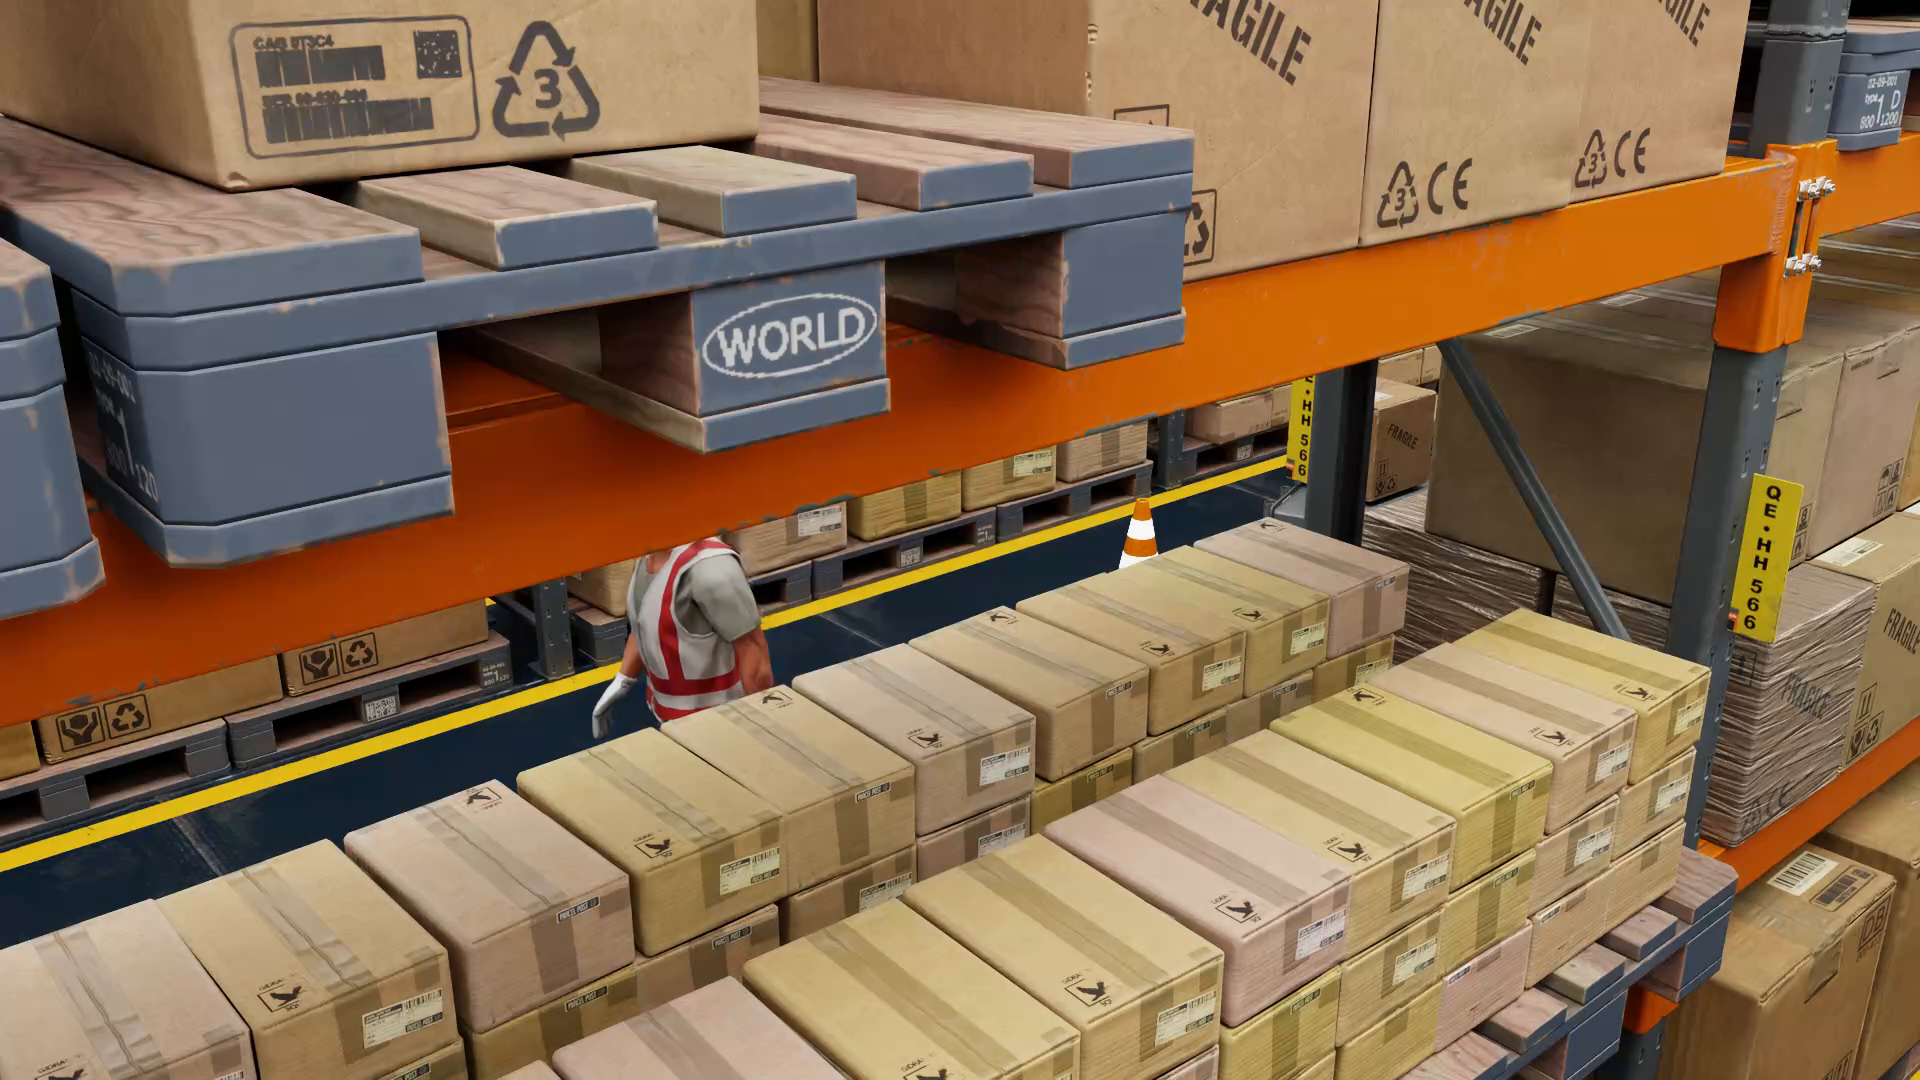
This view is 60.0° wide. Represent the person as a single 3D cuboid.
[{"bbox_3d":[-0.796,0.673,5.160,0.618,1.574,0.638,-10,23,-24],"label":"person"}]
